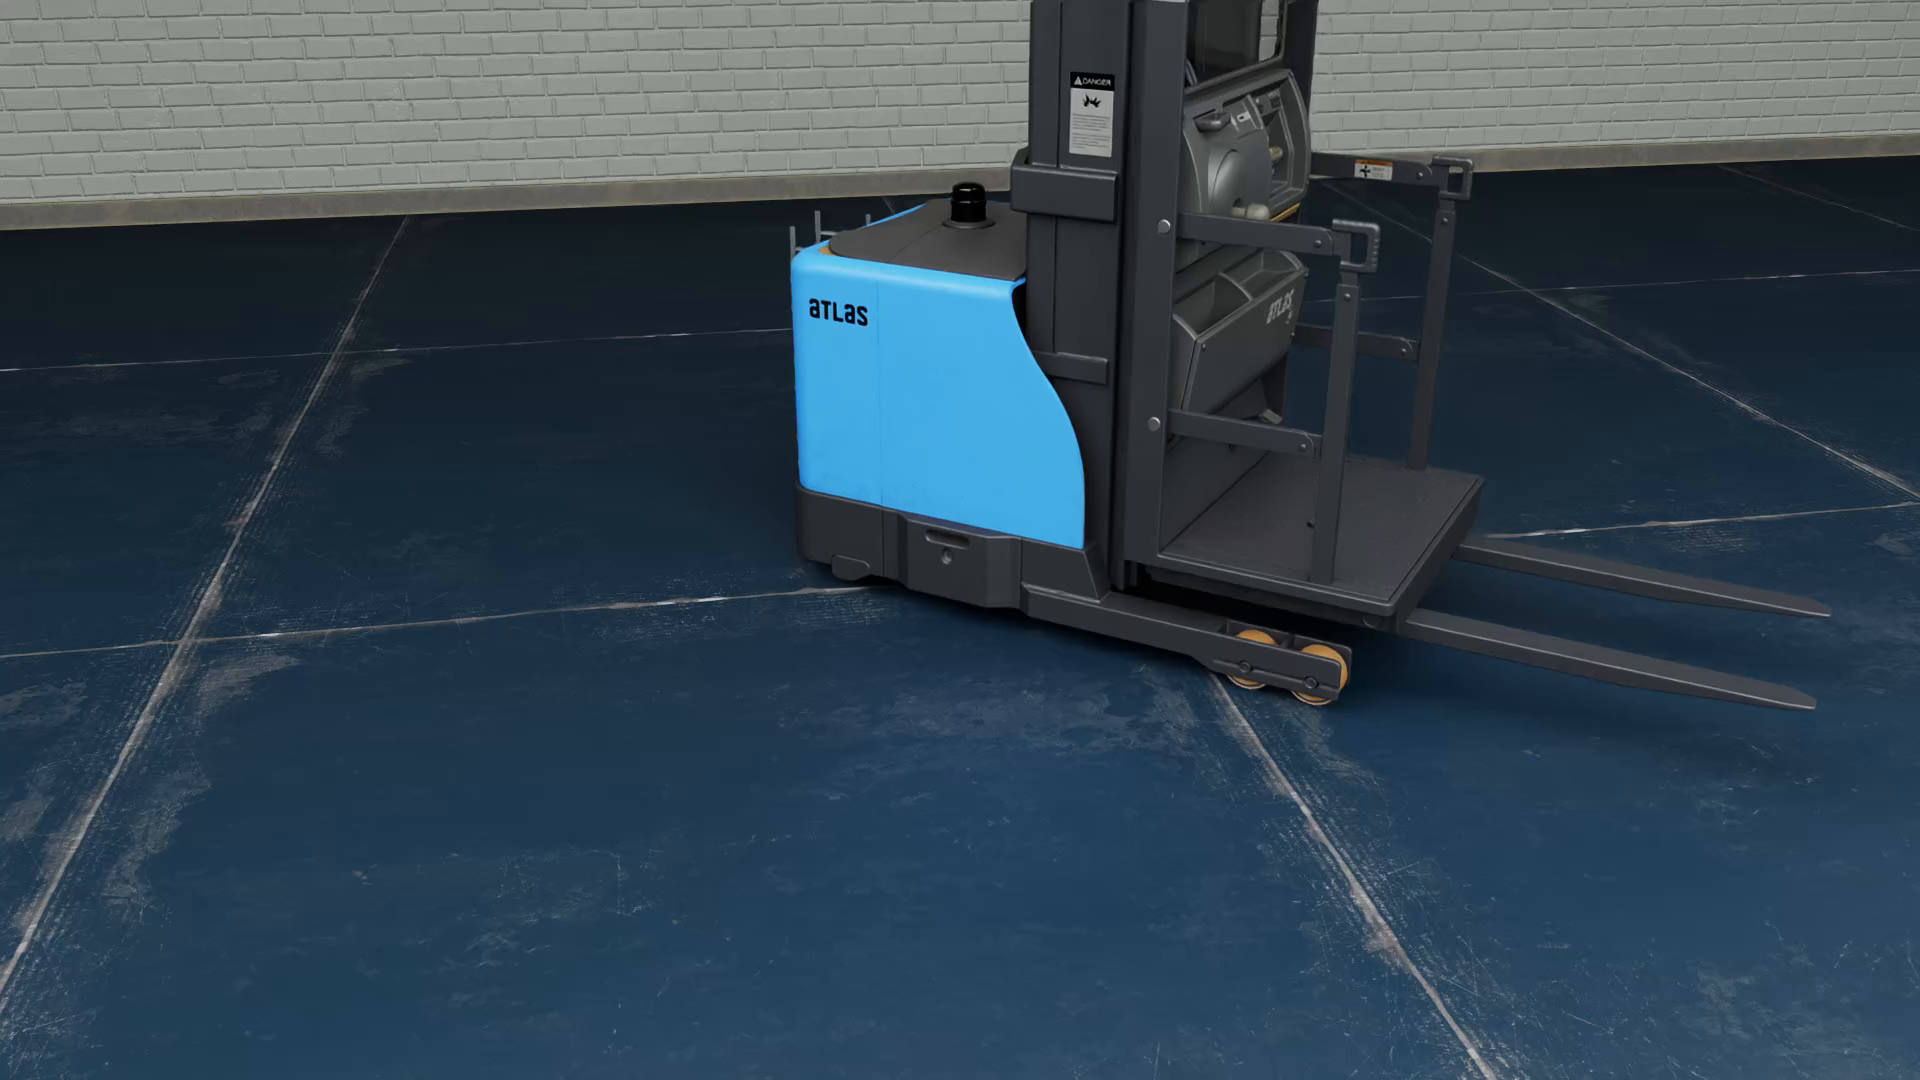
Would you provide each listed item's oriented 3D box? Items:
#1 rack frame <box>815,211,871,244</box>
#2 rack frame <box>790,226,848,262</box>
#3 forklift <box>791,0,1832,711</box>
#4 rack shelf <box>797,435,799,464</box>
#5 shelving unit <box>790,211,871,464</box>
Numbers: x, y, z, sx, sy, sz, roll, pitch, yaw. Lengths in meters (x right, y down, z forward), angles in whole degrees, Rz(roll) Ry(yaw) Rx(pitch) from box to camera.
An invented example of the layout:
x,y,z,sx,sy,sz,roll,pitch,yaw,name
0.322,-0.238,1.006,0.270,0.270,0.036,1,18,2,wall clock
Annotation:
x,y,z,sx,sy,sz,roll,pitch,yaw,name
-0.401,-0.639,5.901,0.200,1.050,0.008,6,24,14,rack frame
-0.466,-0.545,5.686,0.200,1.050,0.008,6,24,14,rack frame
1.003,-1.120,4.653,3.031,2.935,1.130,13,27,26,forklift
-0.434,-0.328,5.909,0.215,0.259,0.240,6,24,14,rack shelf
-0.434,-0.592,5.794,0.215,1.050,0.252,6,24,14,shelving unit
